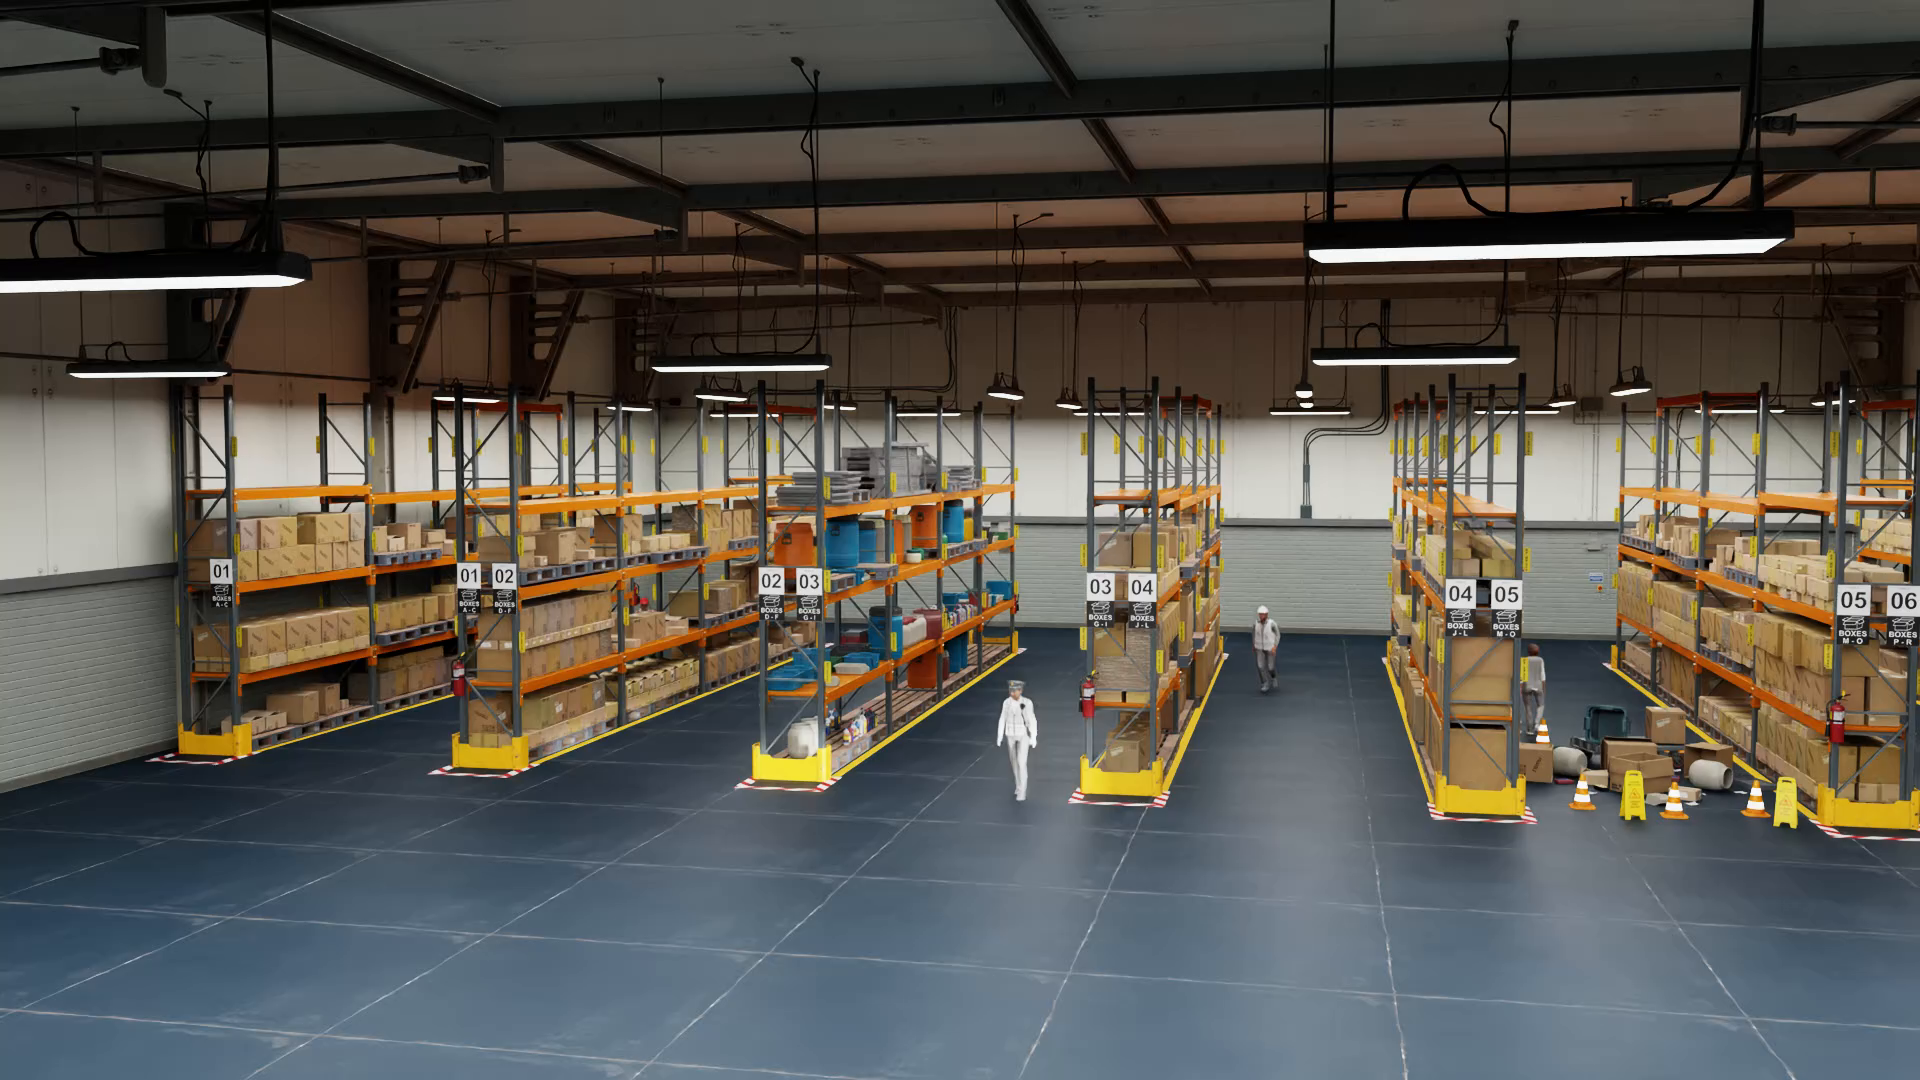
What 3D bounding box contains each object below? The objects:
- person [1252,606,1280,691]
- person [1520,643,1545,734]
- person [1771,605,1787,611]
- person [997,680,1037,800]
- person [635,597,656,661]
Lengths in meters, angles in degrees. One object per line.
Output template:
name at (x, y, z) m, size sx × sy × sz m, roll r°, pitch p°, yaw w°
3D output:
person at (6.313, 2.218, 34.229) m, size 0.600 × 1.754 × 0.660 m, roll 2°, pitch 4°, yaw 27°
person at (9.947, 2.594, 28.853) m, size 0.455 × 1.597 × 0.480 m, roll 1°, pitch 3°, yaw 13°
person at (19.527, 1.935, 39.601) m, size 0.609 × 1.658 × 0.464 m, roll 0°, pitch 3°, yaw -3°
person at (0.784, 2.846, 23.731) m, size 0.560 × 1.663 × 0.745 m, roll 2°, pitch 4°, yaw 26°
person at (-6.804, 2.110, 36.064) m, size 0.629 × 1.767 × 0.689 m, roll 0°, pitch 3°, yaw 2°
